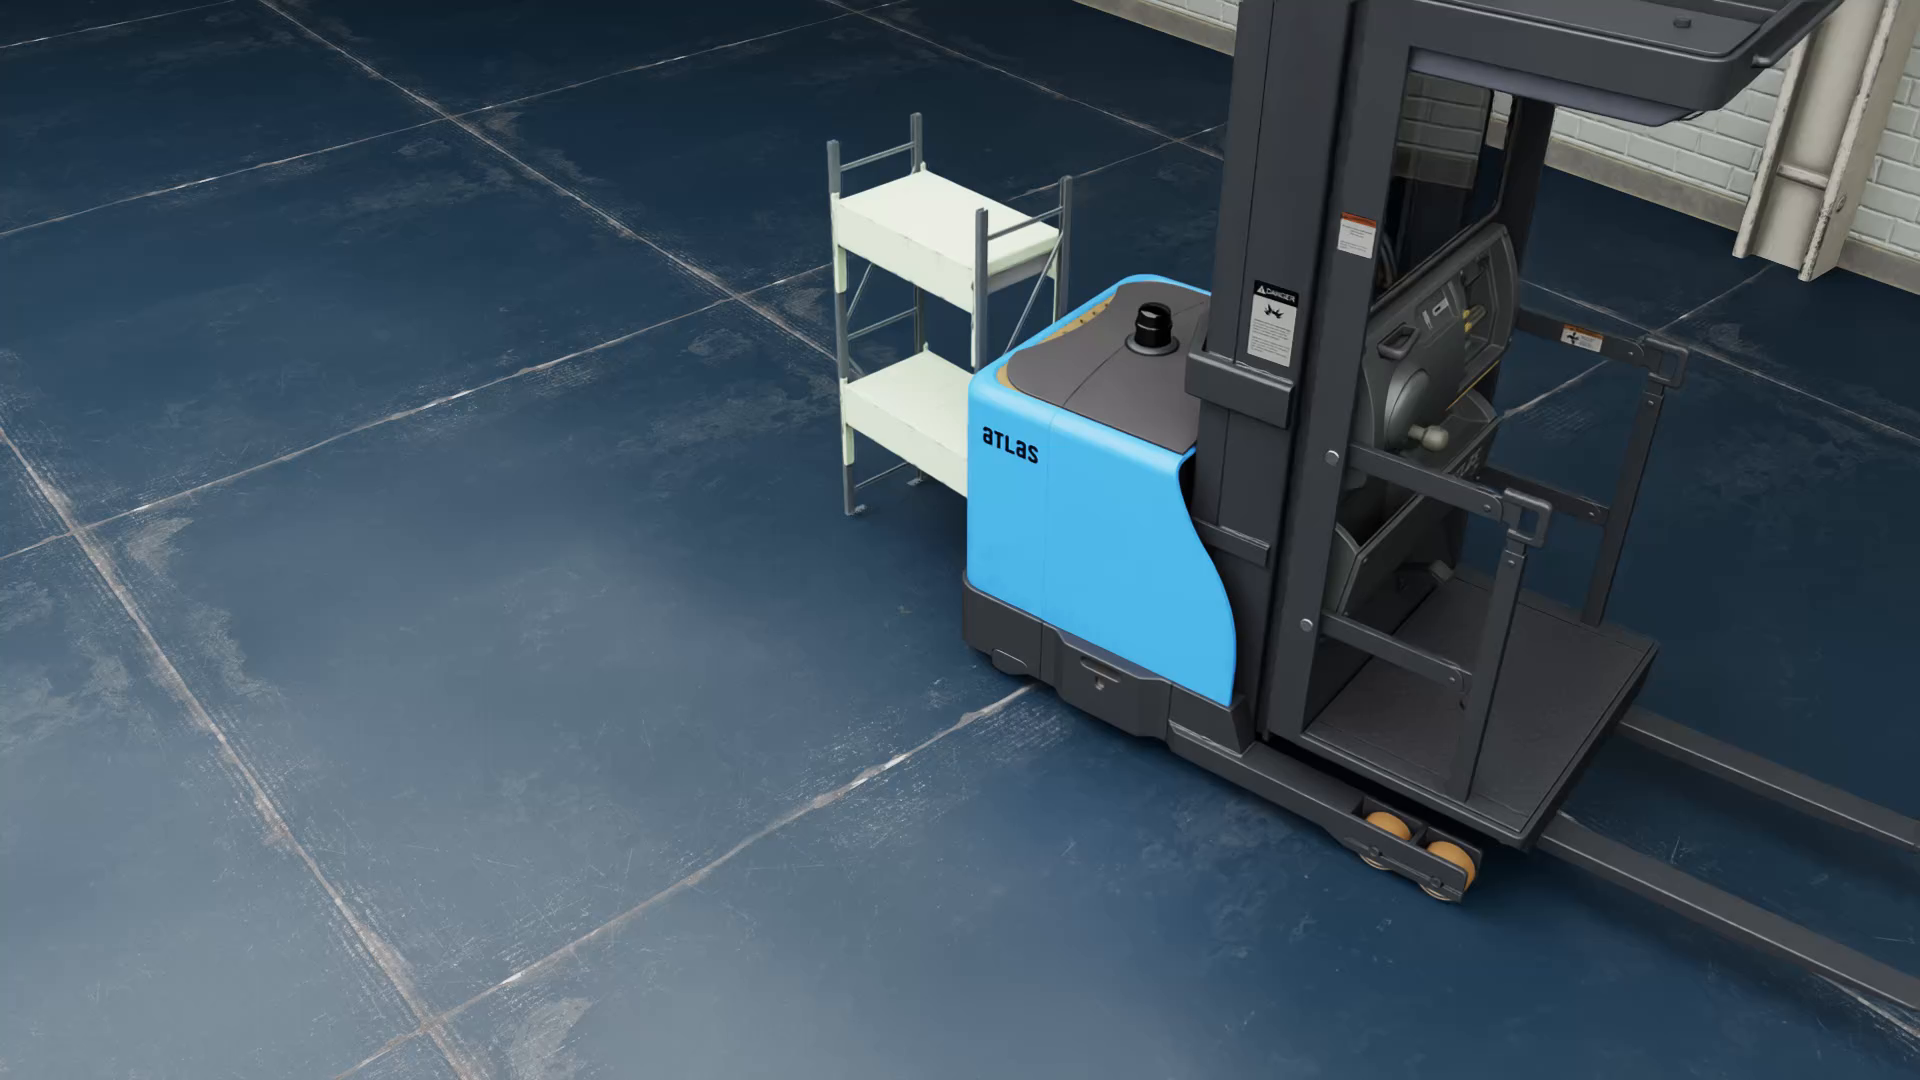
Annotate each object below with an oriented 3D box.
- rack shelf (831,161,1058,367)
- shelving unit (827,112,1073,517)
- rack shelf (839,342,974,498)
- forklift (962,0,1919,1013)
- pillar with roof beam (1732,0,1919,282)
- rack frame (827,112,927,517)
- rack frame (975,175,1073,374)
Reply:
[{"bbox_3d":[-0.042,-0.944,5.610,0.431,0.370,0.720,-27,44,-33],"label":"rack shelf"},{"bbox_3d":[-0.042,-0.625,5.835,0.431,1.500,0.755,-27,44,-33],"label":"shelving unit"},{"bbox_3d":[-0.042,-0.359,6.024,0.431,0.370,0.720,-27,44,-33],"label":"rack shelf"},{"bbox_3d":[1.479,-0.510,4.434,3.031,2.935,1.130,24,42,30],"label":"forklift"},{"bbox_3d":[0.783,-3.452,3.338,9.100,9.000,0.400,-26,43,-32],"label":"pillar with roof beam"},{"bbox_3d":[-0.286,-0.783,6.058,0.400,1.500,0.023,-27,44,-33],"label":"rack frame"},{"bbox_3d":[0.203,-0.468,5.613,0.400,1.500,0.023,-27,44,-33],"label":"rack frame"}]
